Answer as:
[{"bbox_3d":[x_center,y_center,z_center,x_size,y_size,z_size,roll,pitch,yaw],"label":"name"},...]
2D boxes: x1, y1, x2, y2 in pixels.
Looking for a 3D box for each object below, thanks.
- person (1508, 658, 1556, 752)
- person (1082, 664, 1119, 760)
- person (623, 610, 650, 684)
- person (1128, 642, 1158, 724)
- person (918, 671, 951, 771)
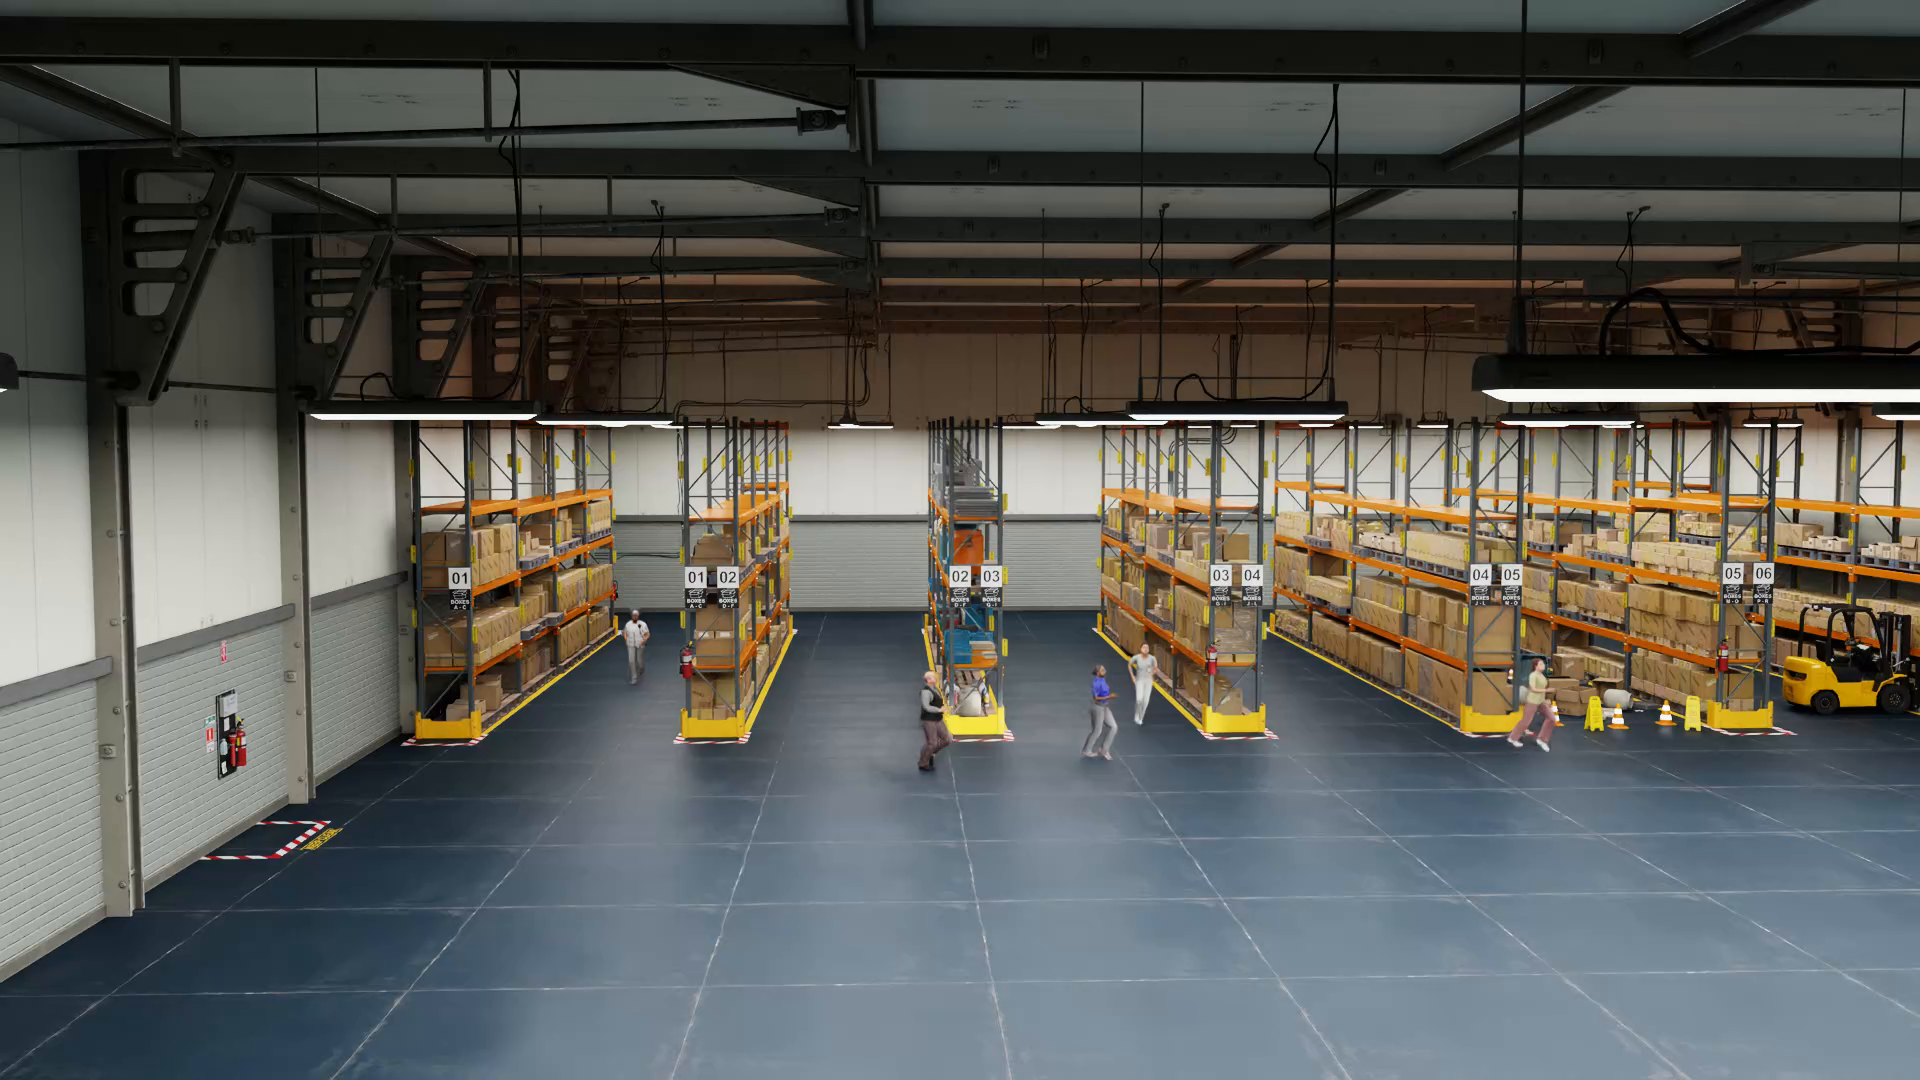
[{"bbox_3d":[10.298,2.943,29.841,0.584,1.693,0.855,-4,5,-44],"label":"person"},{"bbox_3d":[2.463,3.014,28.988,0.686,1.704,0.551,2,4,27],"label":"person"},{"bbox_3d":[-7.414,2.427,38.073,0.618,1.648,0.742,0,4,-3],"label":"person"},{"bbox_3d":[3.569,2.790,32.337,0.565,1.626,0.610,0,4,-2],"label":"person"},{"bbox_3d":[-0.423,3.045,28.001,0.603,1.682,0.643,1,4,21],"label":"person"}]
